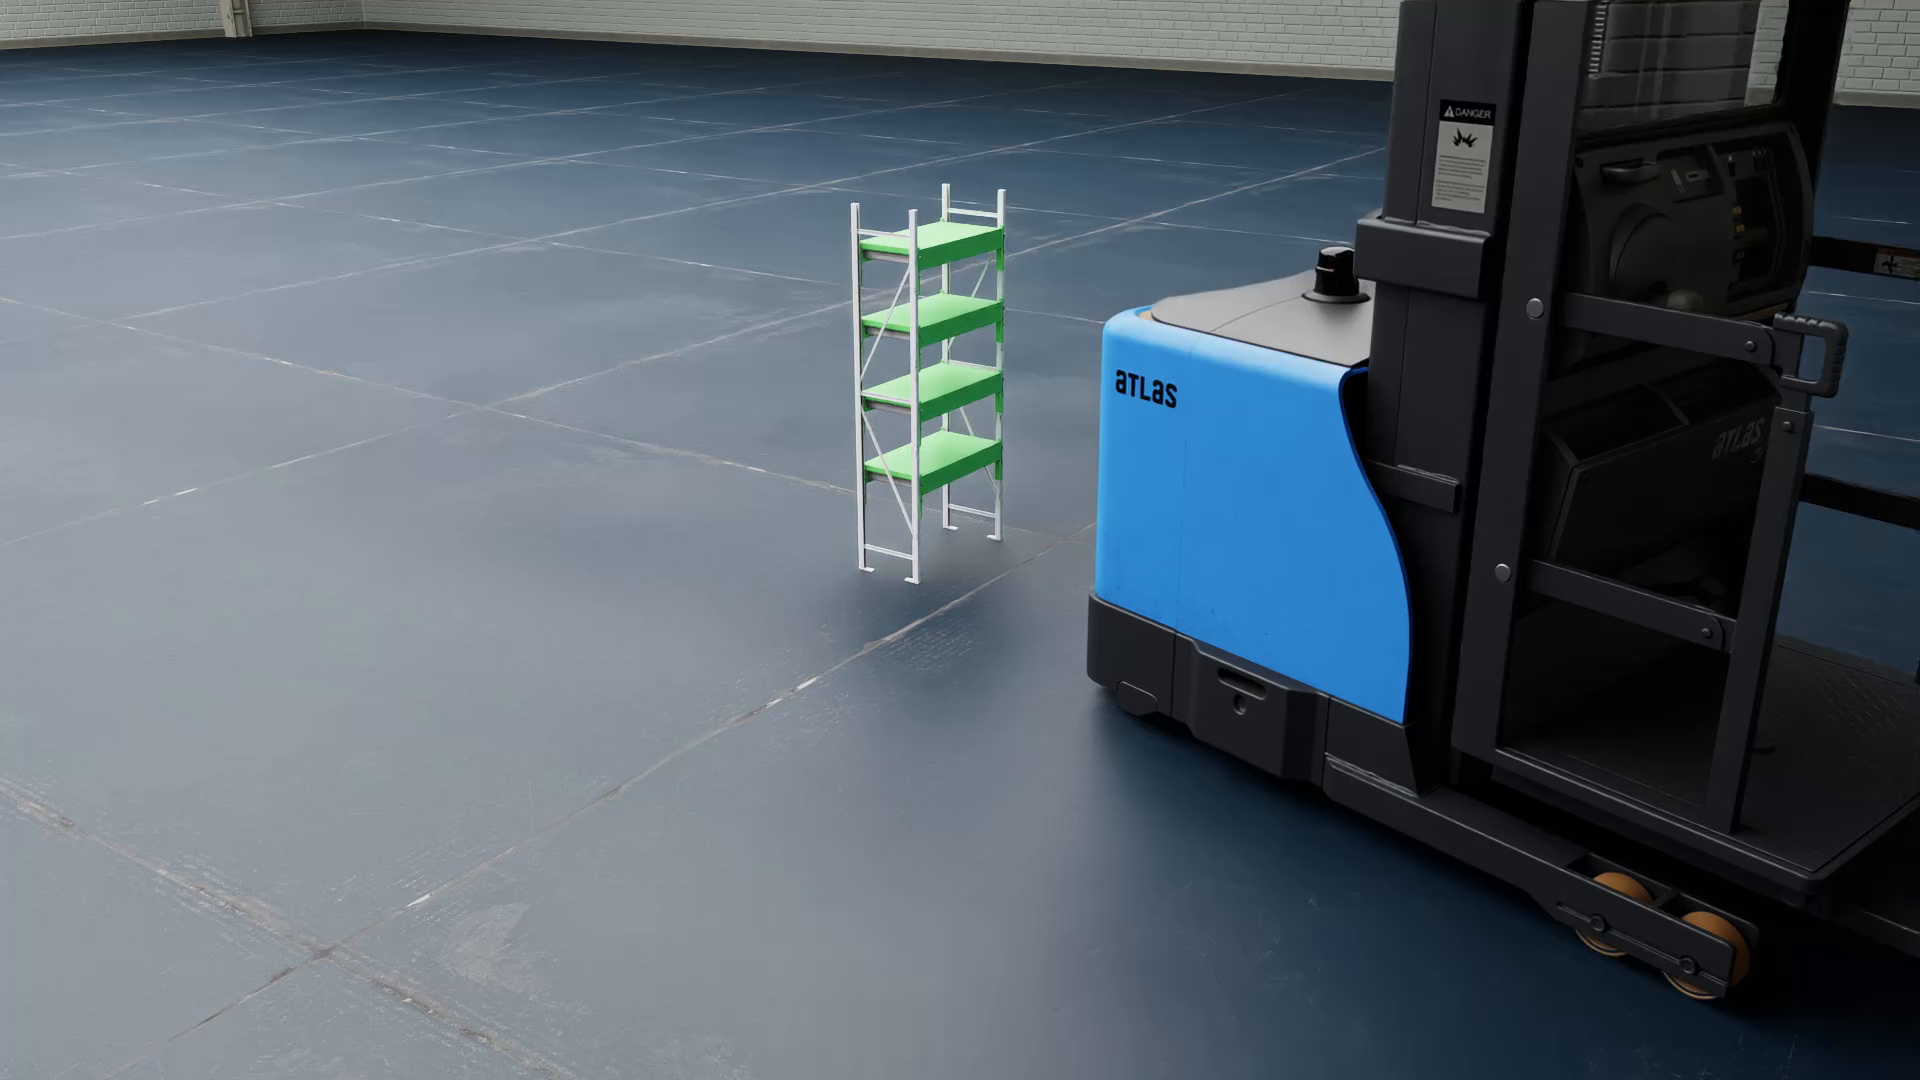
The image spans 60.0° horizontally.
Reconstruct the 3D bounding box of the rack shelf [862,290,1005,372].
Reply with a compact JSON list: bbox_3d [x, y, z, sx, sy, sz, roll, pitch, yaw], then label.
[{"bbox_3d":[-0.093,-0.680,5.367,0.258,0.148,0.480,13,24,32],"label":"rack shelf"}]

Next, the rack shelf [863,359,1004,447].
[{"bbox_3d":[-0.093,-0.455,5.451,0.258,0.148,0.480,13,24,32],"label":"rack shelf"}]

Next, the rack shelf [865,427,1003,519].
[{"bbox_3d":[-0.093,-0.230,5.534,0.258,0.148,0.480,13,24,32],"label":"rack shelf"}]

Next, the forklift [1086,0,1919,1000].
[{"bbox_3d":[1.680,-0.661,3.327,1.130,2.935,3.031,-16,26,-37],"label":"forklift"}]

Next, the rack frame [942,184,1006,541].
[{"bbox_3d":[0.044,-0.585,5.618,0.240,1.200,0.015,13,24,32],"label":"rack frame"}]

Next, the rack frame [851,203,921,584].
[{"bbox_3d":[-0.230,-0.445,5.239,0.240,1.200,0.015,13,24,32],"label":"rack frame"}]

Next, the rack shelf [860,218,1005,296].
[{"bbox_3d":[-0.093,-0.906,5.284,0.258,0.148,0.480,13,24,32],"label":"rack shelf"}]

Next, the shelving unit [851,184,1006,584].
[{"bbox_3d":[-0.093,-0.515,5.428,0.258,1.200,0.503,13,24,32],"label":"shelving unit"}]

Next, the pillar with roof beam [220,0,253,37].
[{"bbox_3d":[-10.234,-13.013,27.974,9.100,9.000,0.400,13,24,32],"label":"pillar with roof beam"}]
